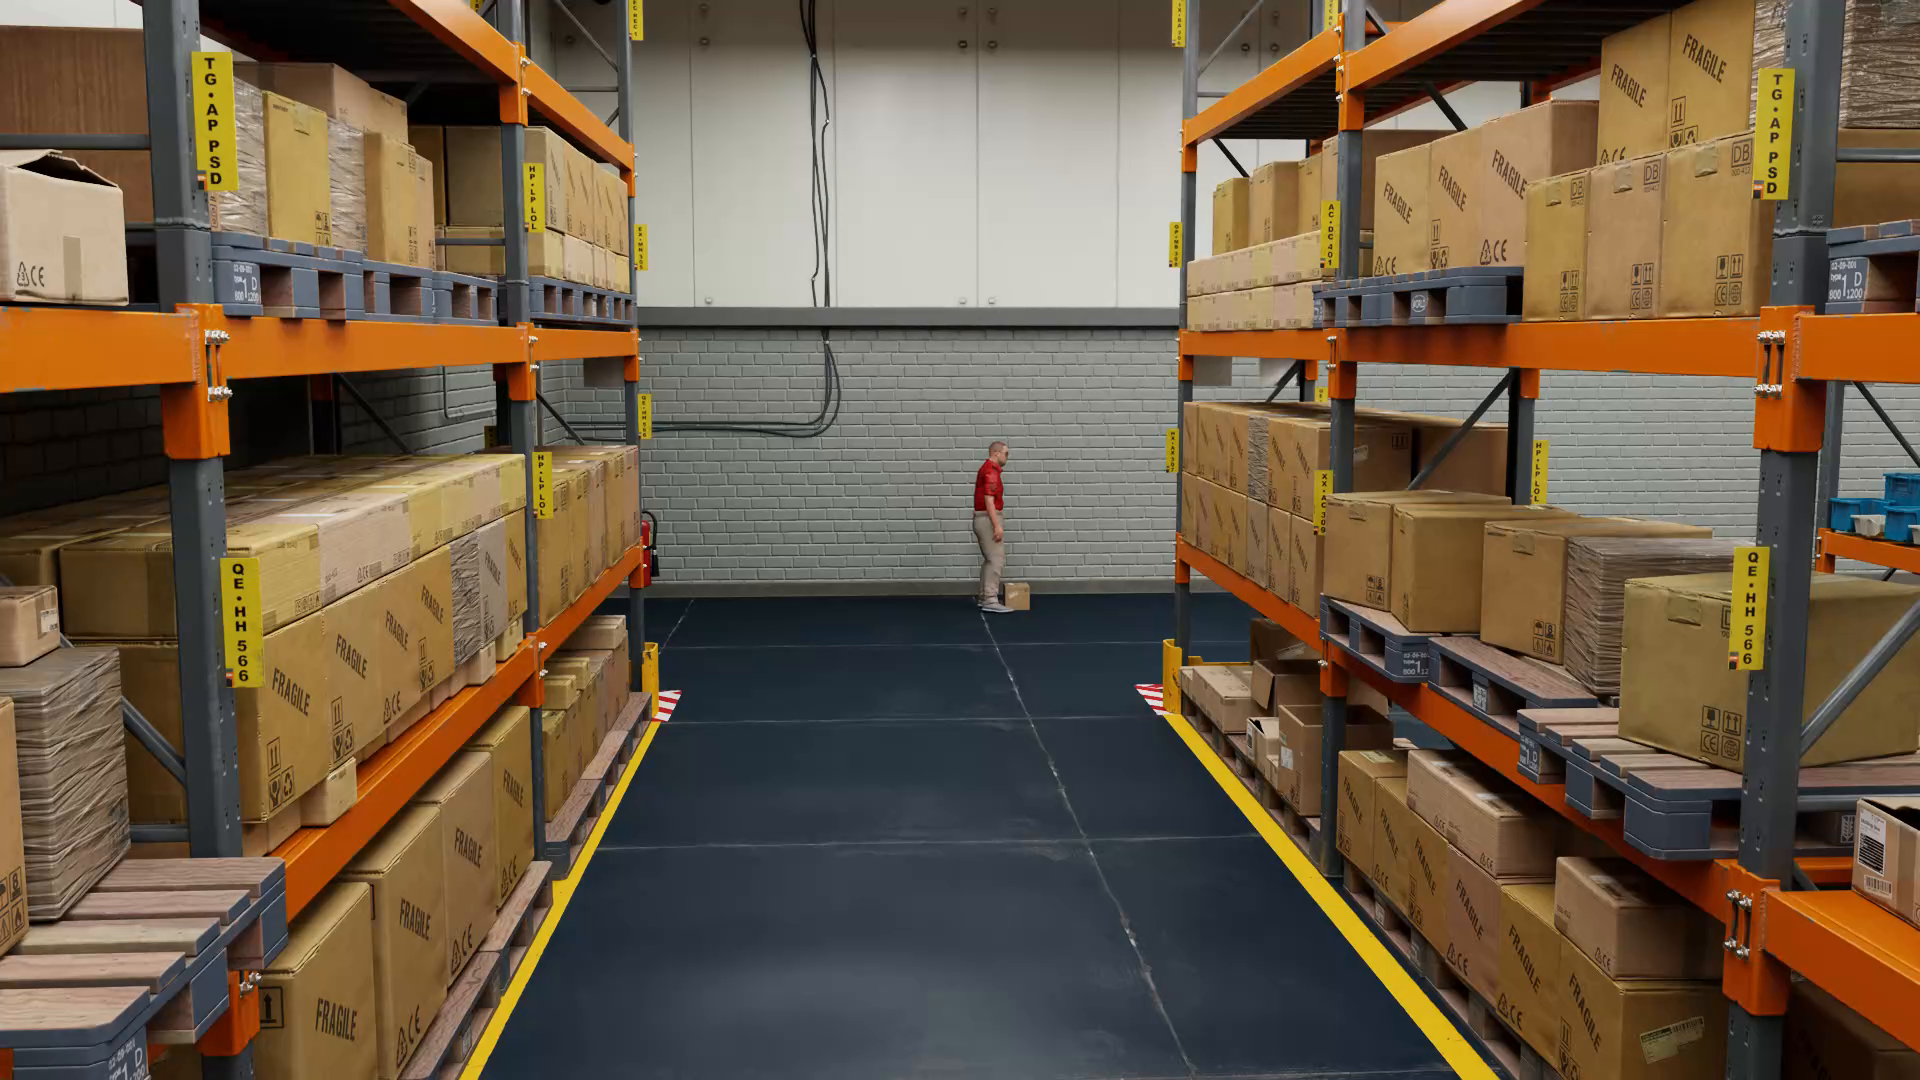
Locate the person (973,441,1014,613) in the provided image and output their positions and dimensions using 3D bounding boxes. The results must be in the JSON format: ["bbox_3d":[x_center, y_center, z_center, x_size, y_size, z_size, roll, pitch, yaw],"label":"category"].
[{"bbox_3d":[0.334,-0.146,17.022,0.396,1.727,0.586,0,7,-3],"label":"person"}]
